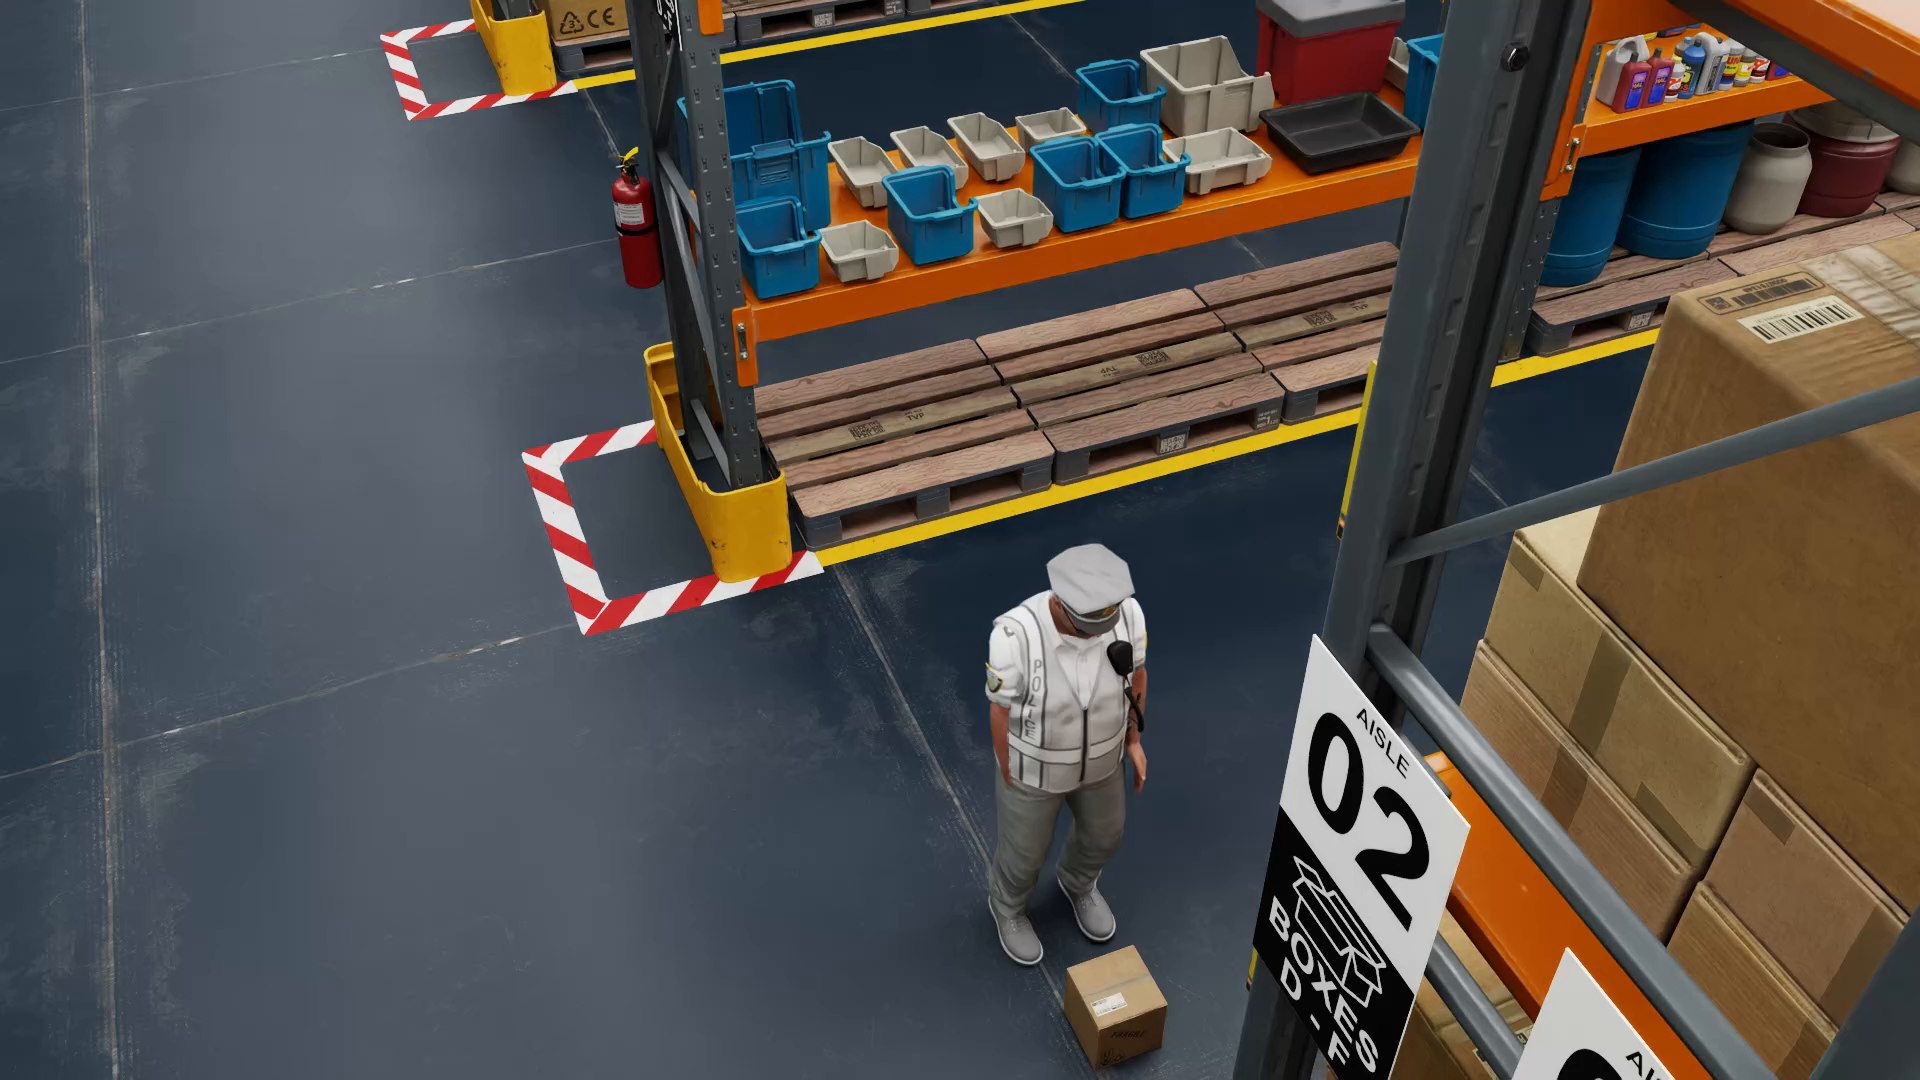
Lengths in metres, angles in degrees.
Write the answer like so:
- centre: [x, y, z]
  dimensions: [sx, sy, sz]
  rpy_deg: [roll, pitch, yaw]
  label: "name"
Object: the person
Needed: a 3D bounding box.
- centre: [0.344, 0.687, 5.401]
  dimensions: [0.538, 1.733, 0.392]
  rpy_deg: [-14, 43, -16]
  label: "person"
